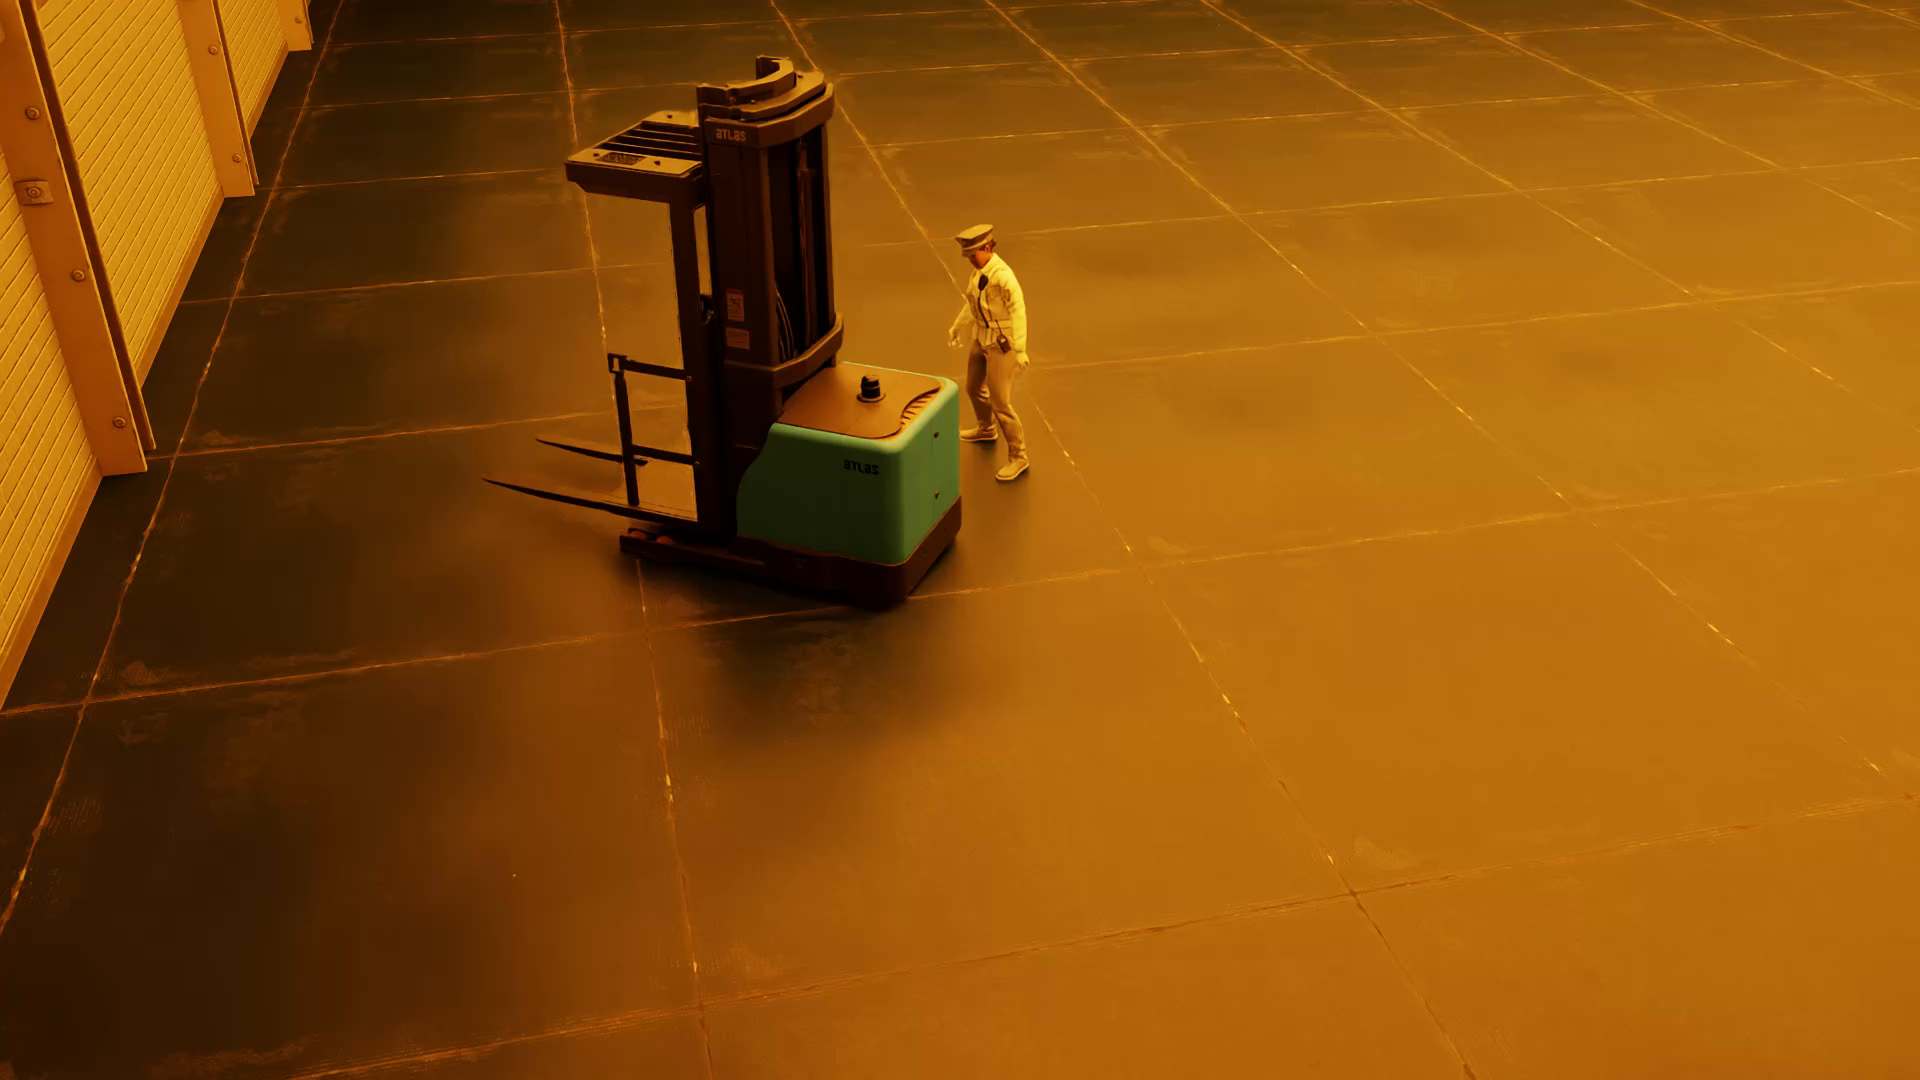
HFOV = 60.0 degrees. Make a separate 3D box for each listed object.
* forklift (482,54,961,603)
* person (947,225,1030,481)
[{"bbox_3d":[-1.564,-1.355,9.916,3.031,2.935,1.130,11,32,18],"label":"forklift"},{"bbox_3d":[0.195,-1.295,11.121,0.388,1.633,0.832,-13,32,-21],"label":"person"}]
